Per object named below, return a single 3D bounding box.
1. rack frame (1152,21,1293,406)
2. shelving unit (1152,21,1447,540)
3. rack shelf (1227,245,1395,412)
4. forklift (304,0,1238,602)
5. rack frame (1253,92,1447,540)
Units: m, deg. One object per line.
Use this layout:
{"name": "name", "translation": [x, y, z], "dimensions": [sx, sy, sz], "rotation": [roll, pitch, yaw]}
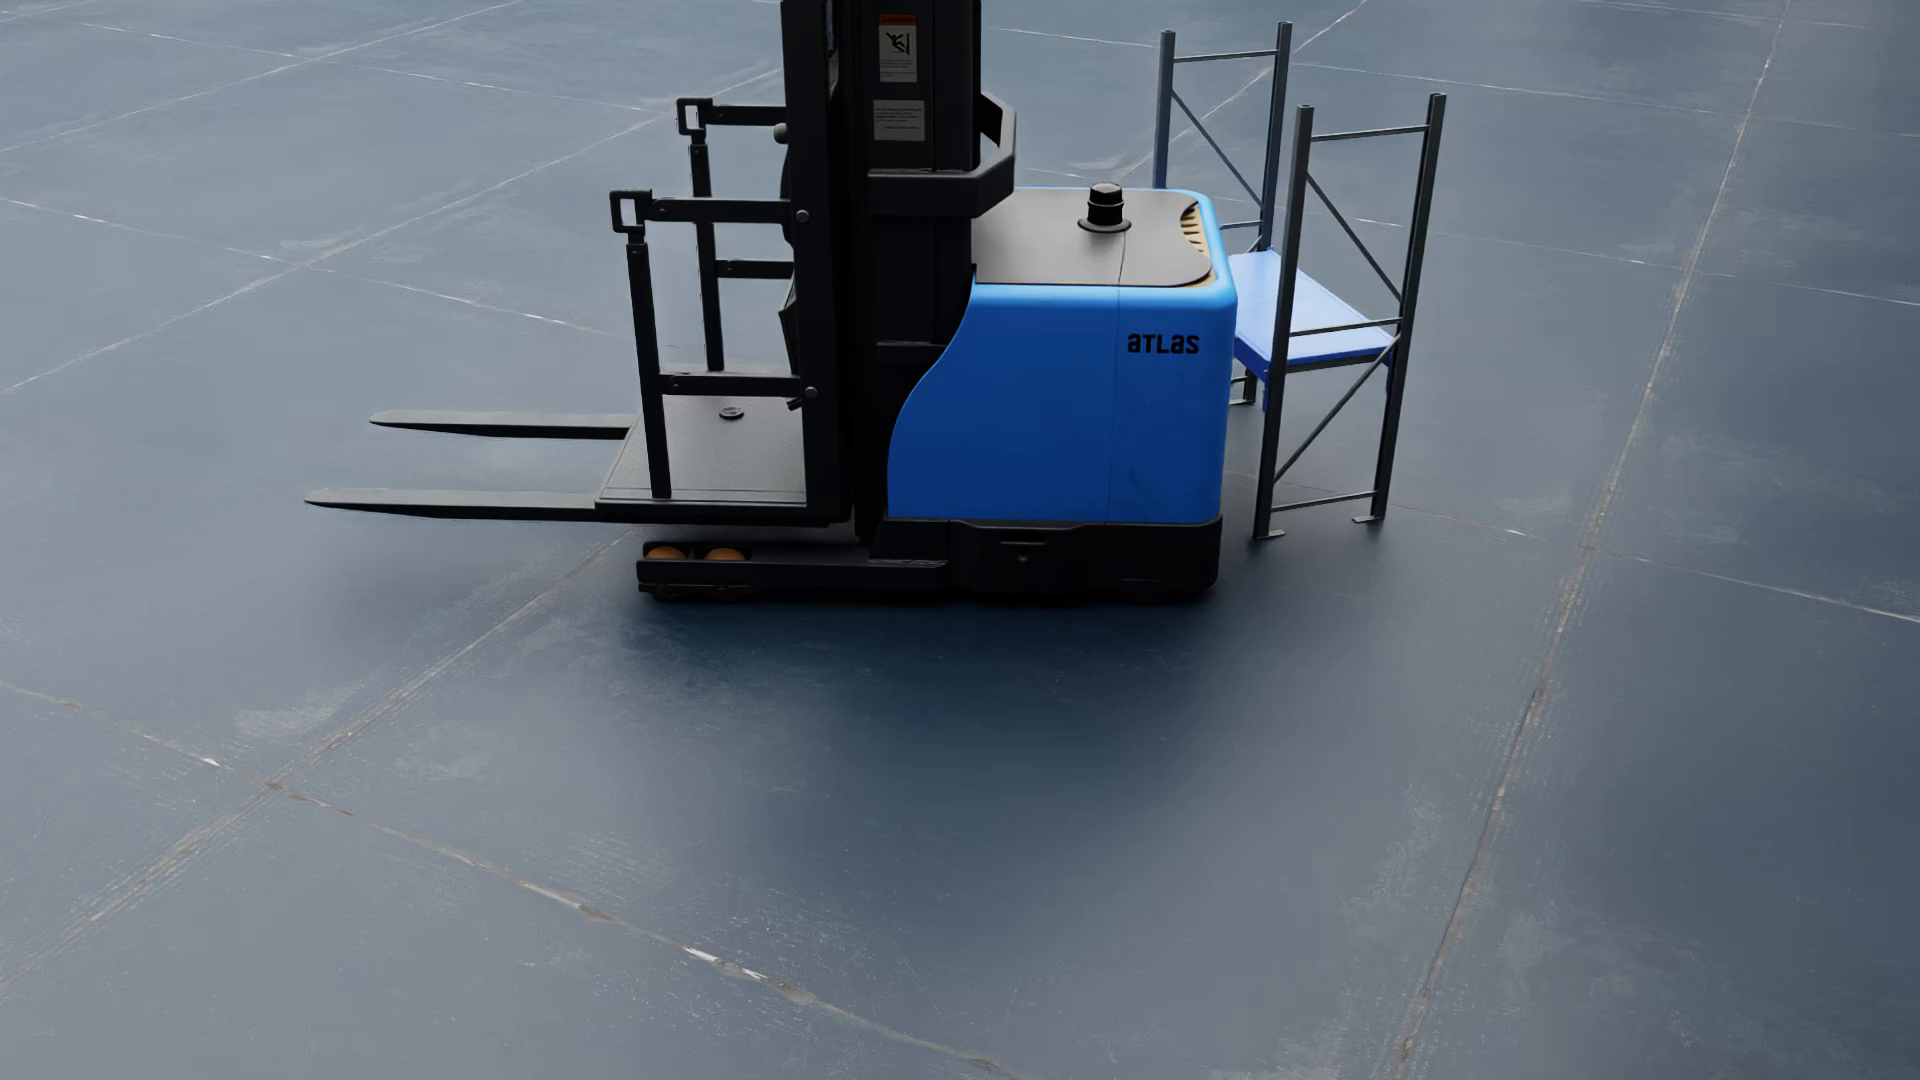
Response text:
{"name": "rack frame", "translation": [0.951, -1.176, 6.291], "dimensions": [0.500, 1.500, 0.032], "rotation": [-9, 31, -15]}
{"name": "shelving unit", "translation": [1.105, -0.935, 5.871], "dimensions": [0.538, 1.500, 1.048], "rotation": [-9, 31, -15]}
{"name": "rack shelf", "translation": [1.105, -0.779, 5.961], "dimensions": [0.538, 0.185, 1.000], "rotation": [-9, 31, -15]}
{"name": "forklift", "translation": [-0.656, -1.338, 5.137], "dimensions": [3.031, 2.935, 1.130], "rotation": [1, 30, 2]}
{"name": "rack frame", "translation": [1.260, -0.694, 5.451], "dimensions": [0.500, 1.500, 0.032], "rotation": [-9, 31, -15]}
